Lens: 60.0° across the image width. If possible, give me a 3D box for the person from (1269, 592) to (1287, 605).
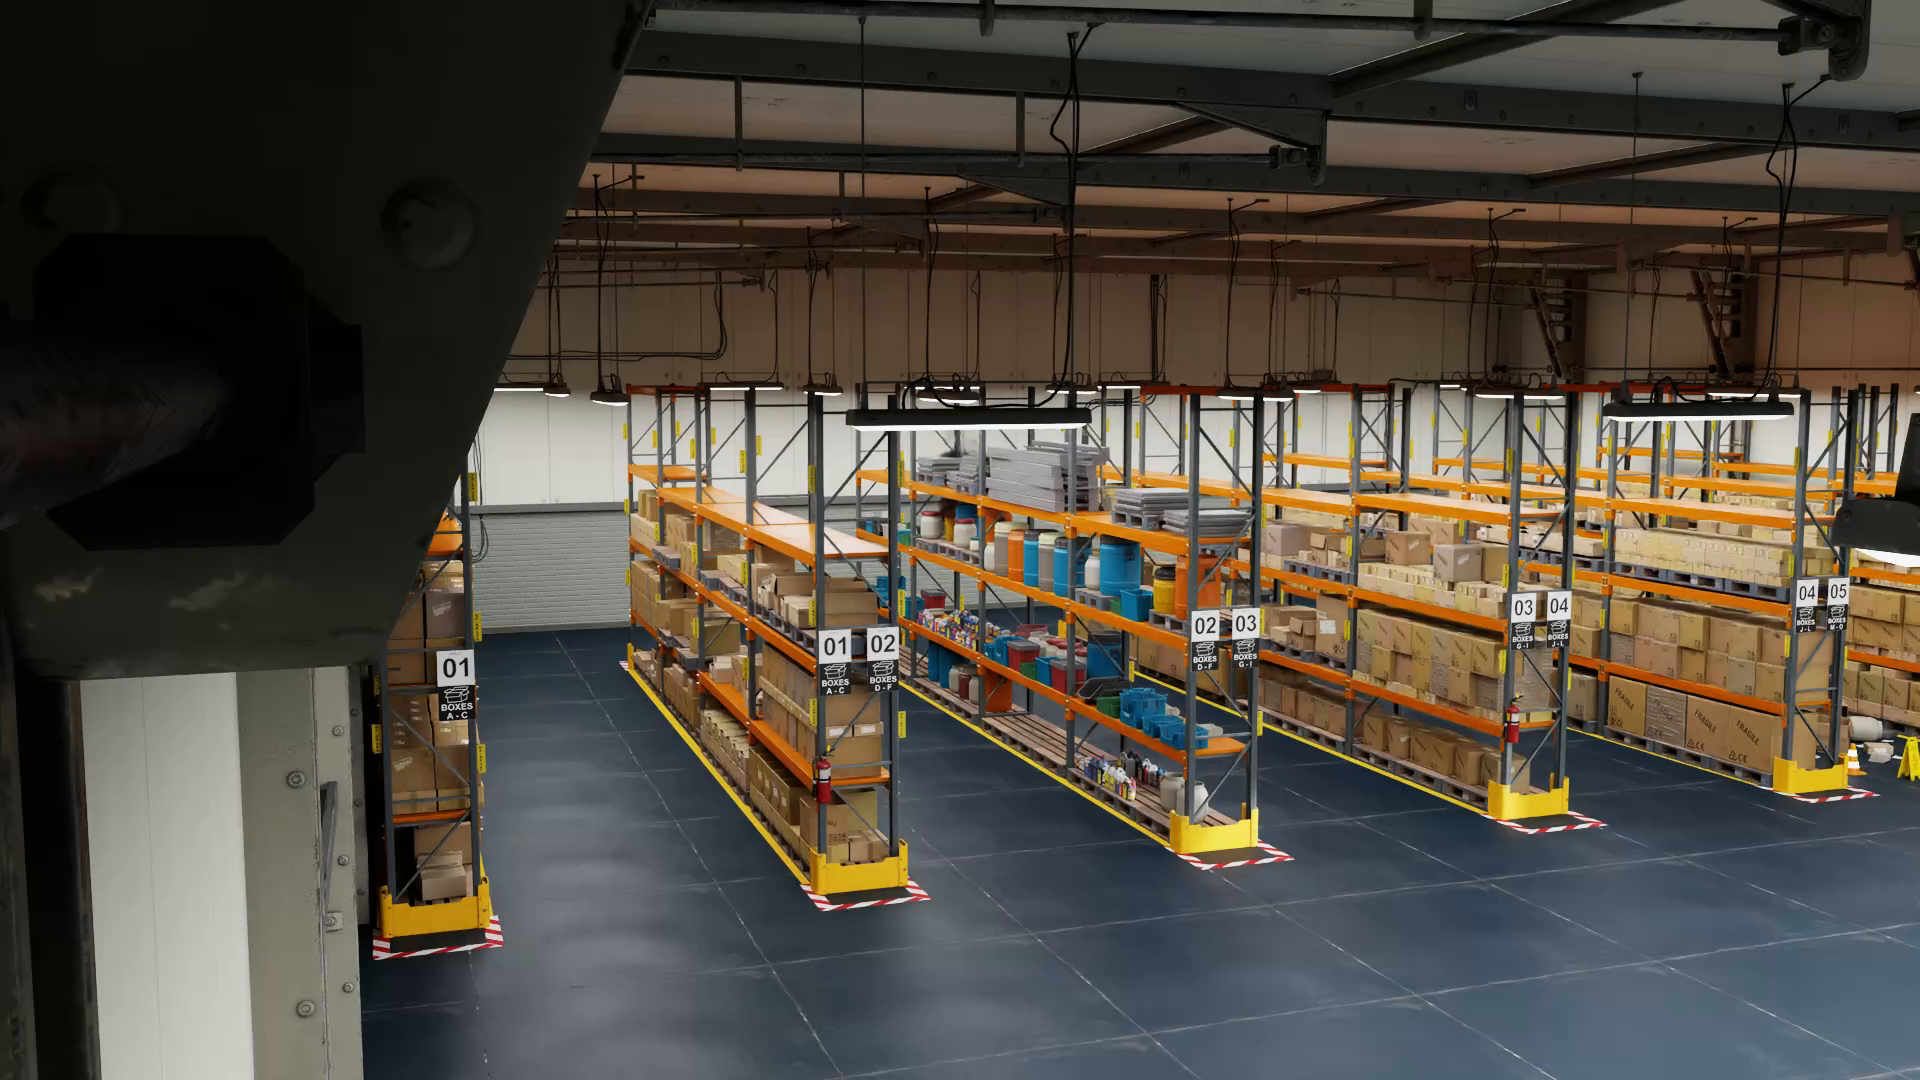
[{"bbox_3d":[7.982,1.229,41.336,0.651,1.666,0.595,3,7,27],"label":"person"}]
